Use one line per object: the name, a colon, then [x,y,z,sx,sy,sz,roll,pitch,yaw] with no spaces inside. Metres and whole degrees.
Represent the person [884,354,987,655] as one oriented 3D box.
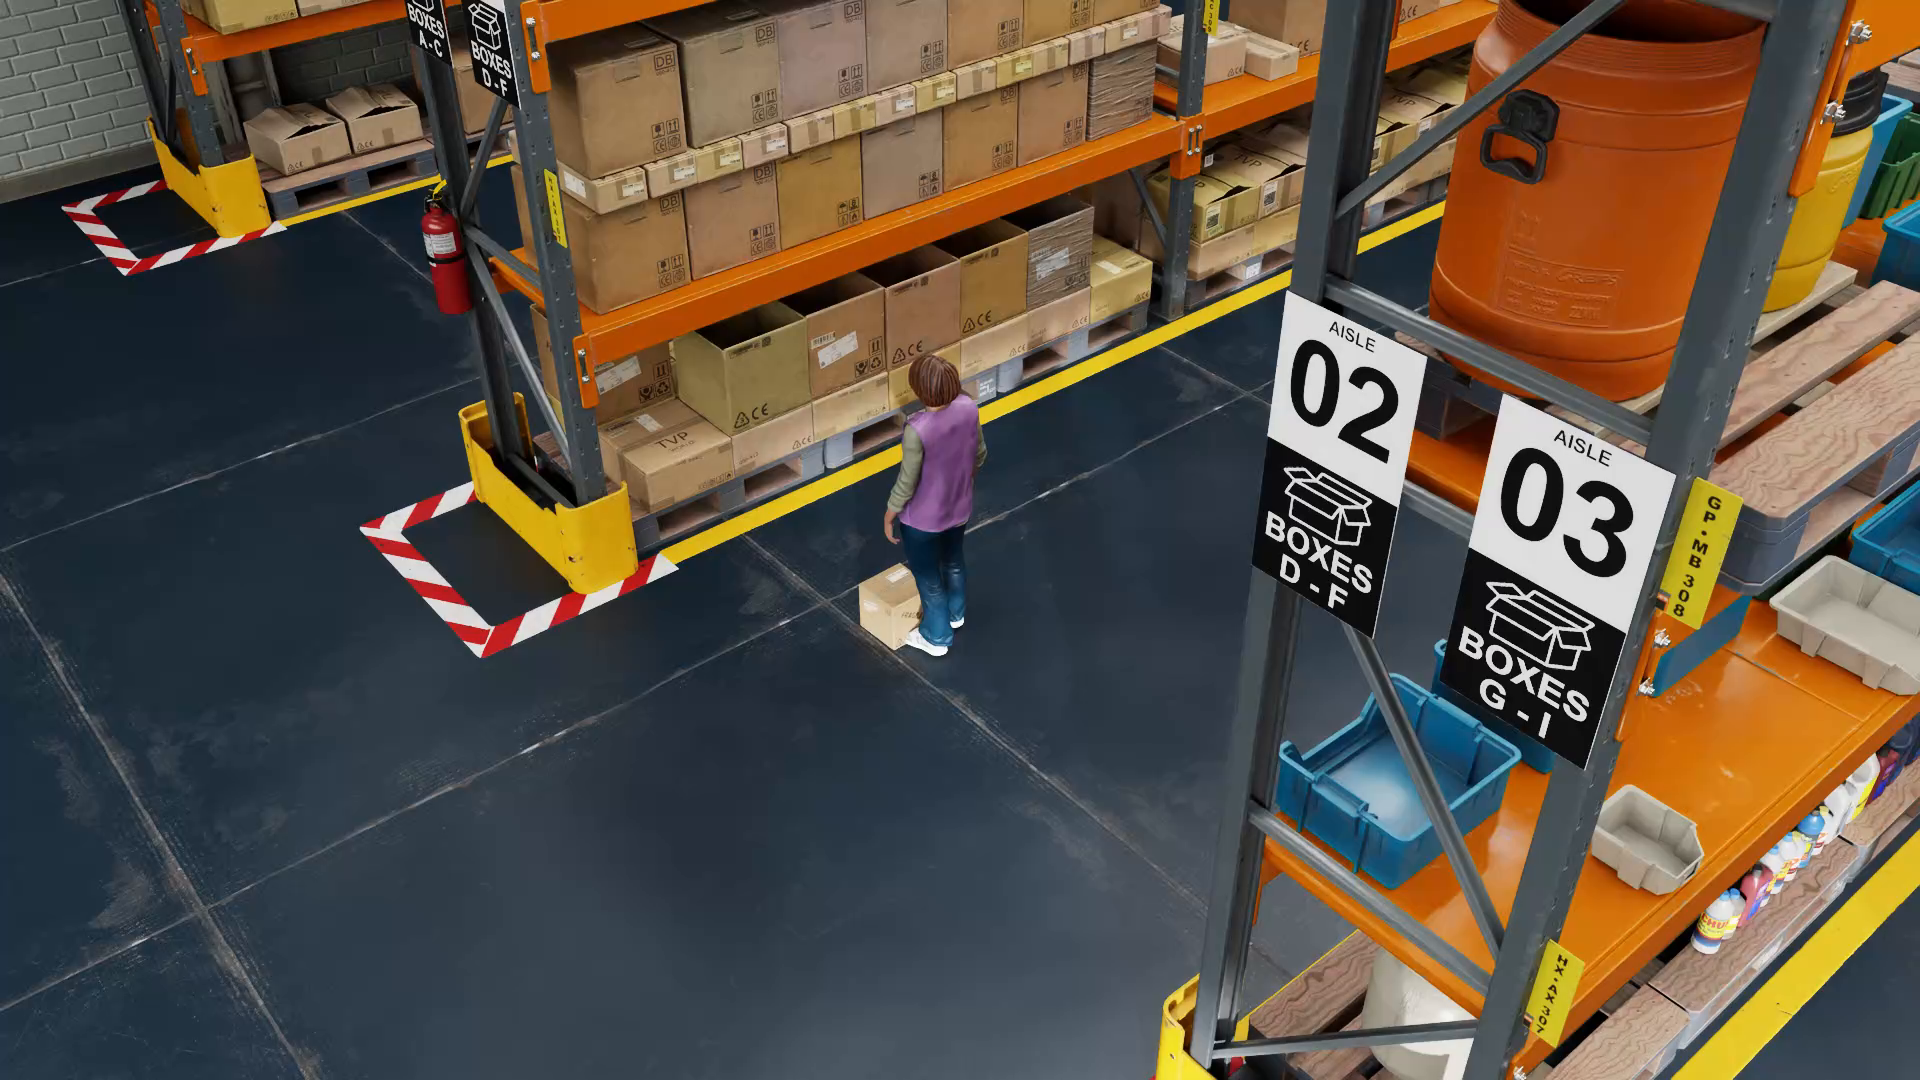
person: [-0.150,-0.168,7.294,0.520,1.600,0.472,-27,44,-31]
